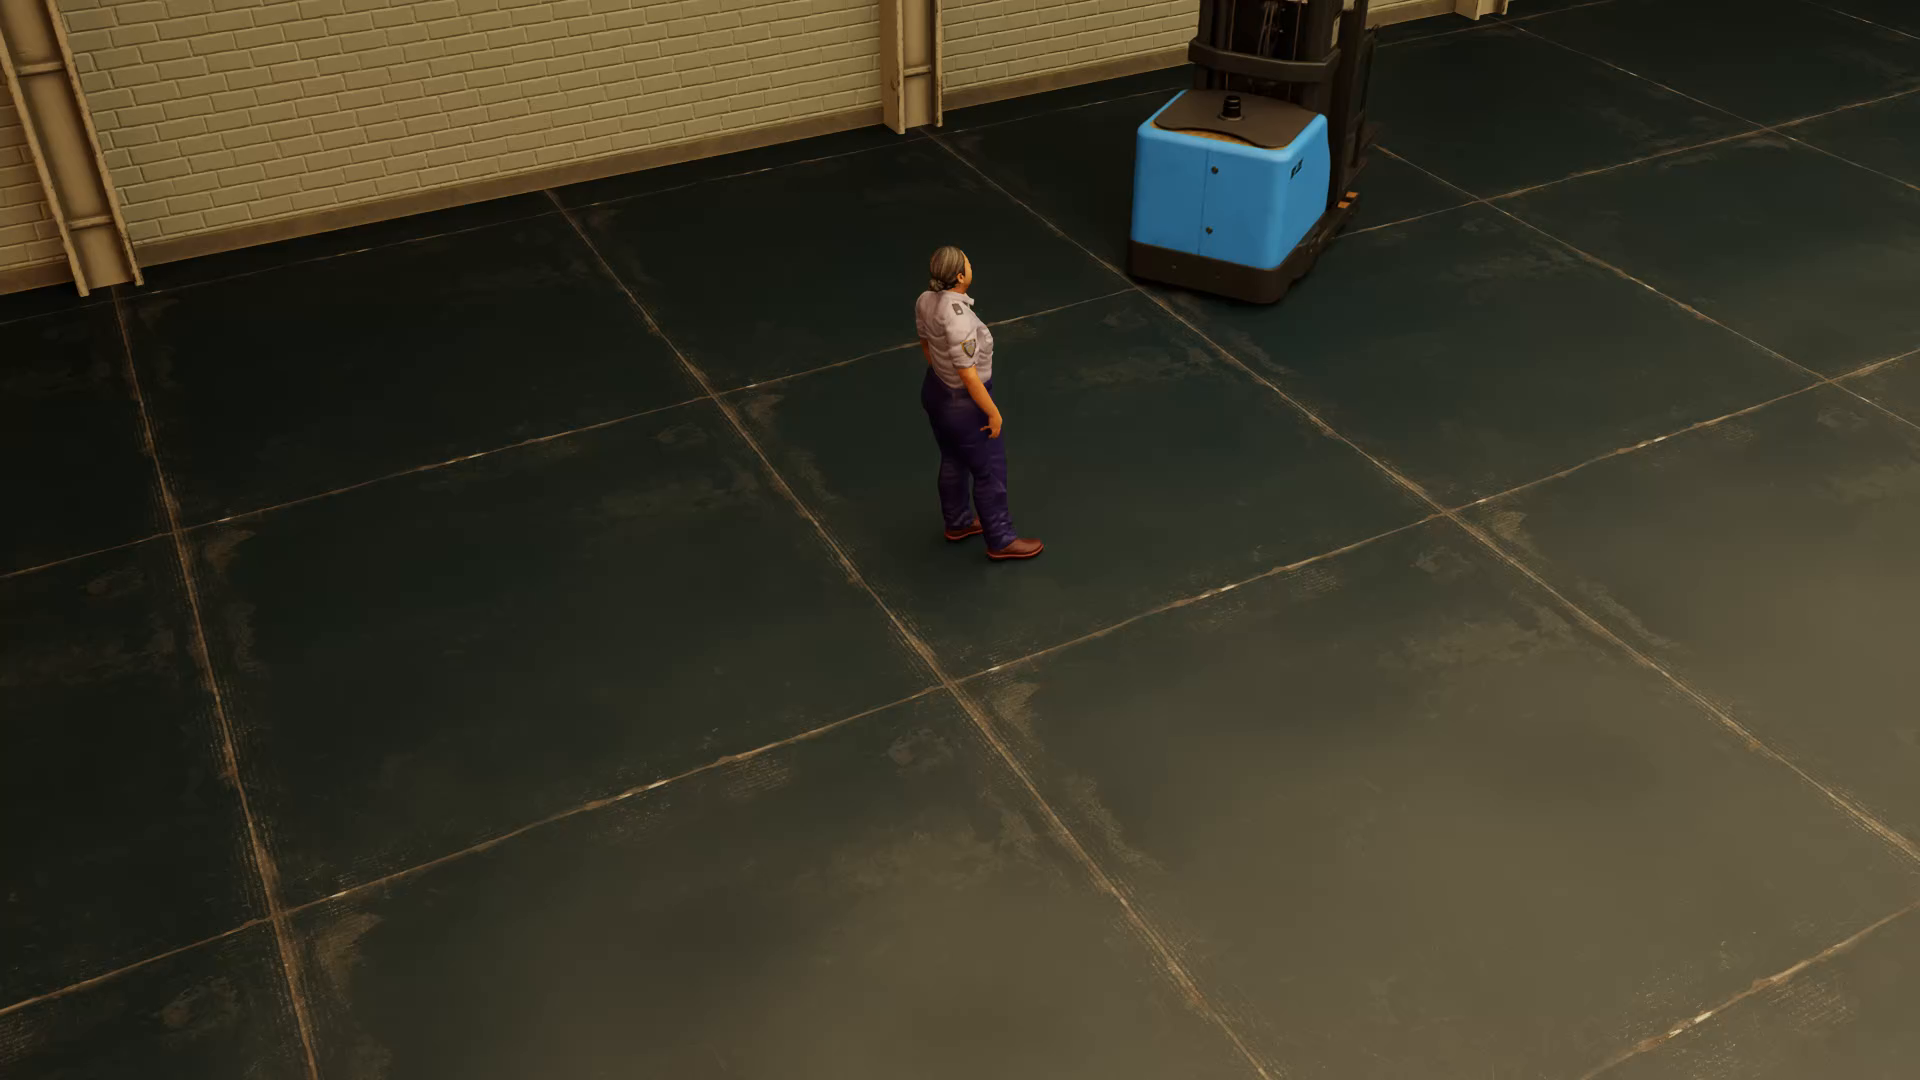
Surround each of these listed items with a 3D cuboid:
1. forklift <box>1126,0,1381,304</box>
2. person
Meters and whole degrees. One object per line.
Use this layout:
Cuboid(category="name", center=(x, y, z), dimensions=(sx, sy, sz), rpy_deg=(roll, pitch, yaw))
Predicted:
Cuboid(category="forklift", center=(2.239, -3.546, 11.140), dimensions=(1.130, 2.935, 3.031), rpy_deg=(17, 39, 22))
Cuboid(category="person", center=(0.090, -0.692, 8.200), dimensions=(0.503, 1.651, 0.598), rpy_deg=(-17, 39, -23))
